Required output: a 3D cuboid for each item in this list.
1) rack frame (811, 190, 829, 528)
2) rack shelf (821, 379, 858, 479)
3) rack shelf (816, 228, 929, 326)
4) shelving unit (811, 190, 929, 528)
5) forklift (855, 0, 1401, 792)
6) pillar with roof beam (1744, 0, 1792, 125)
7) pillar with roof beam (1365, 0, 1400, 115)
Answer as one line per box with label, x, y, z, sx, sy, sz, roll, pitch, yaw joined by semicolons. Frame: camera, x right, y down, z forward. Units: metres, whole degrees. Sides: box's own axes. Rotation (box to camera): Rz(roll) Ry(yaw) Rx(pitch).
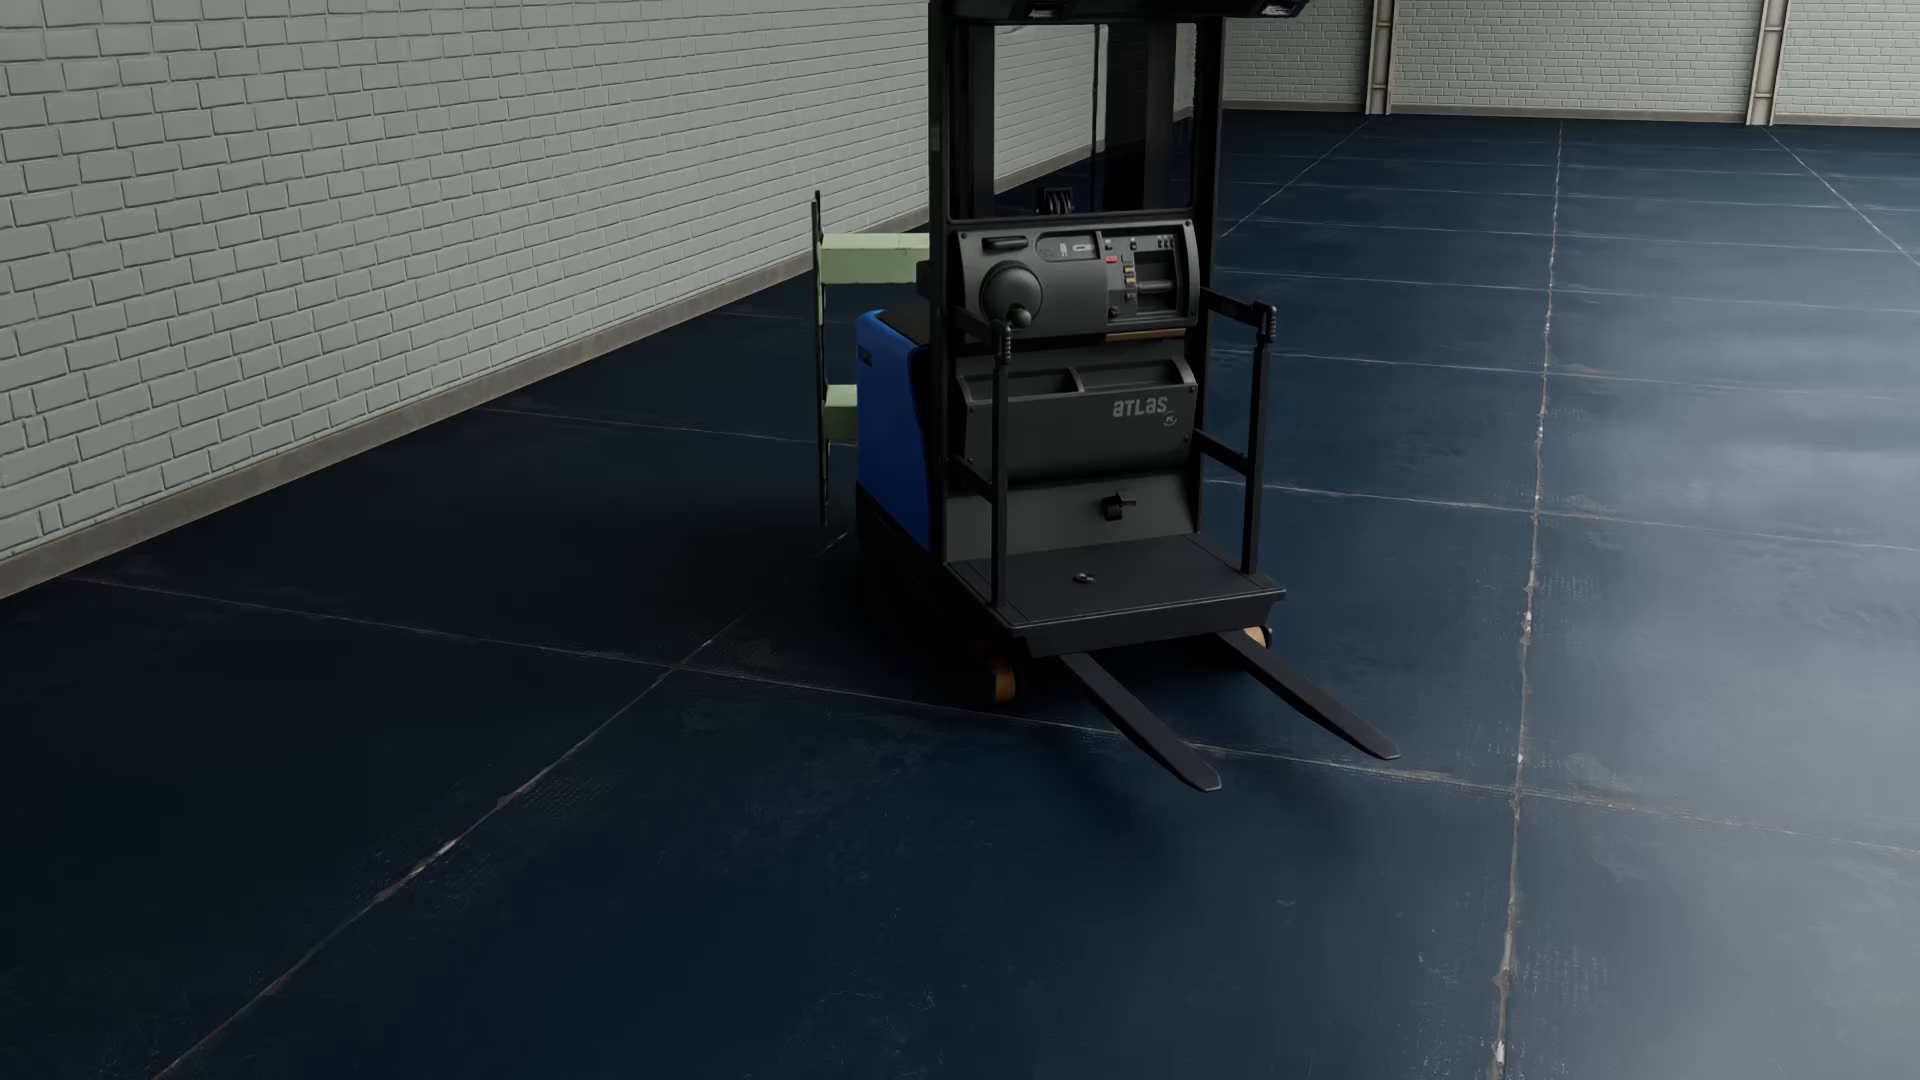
rack frame;-0.645;-0.831;7.681;0.023;1.500;0.400;-1;19;-2
rack shelf;-0.279;-0.528;7.802;0.720;0.370;0.431;-1;19;-2
rack shelf;-0.279;-1.204;7.566;0.720;0.370;0.431;-1;19;-2
shelving unit;-0.279;-0.835;7.694;0.755;1.500;0.431;-1;19;-2
forklift;0.511;-0.953;5.857;1.130;2.935;3.031;-7;20;-19
pillar with roof beam;11.459;-9.617;21.493;0.400;9.000;9.100;7;20;18
pillar with roof beam;5.791;-10.265;23.353;0.400;9.000;9.100;7;20;18
